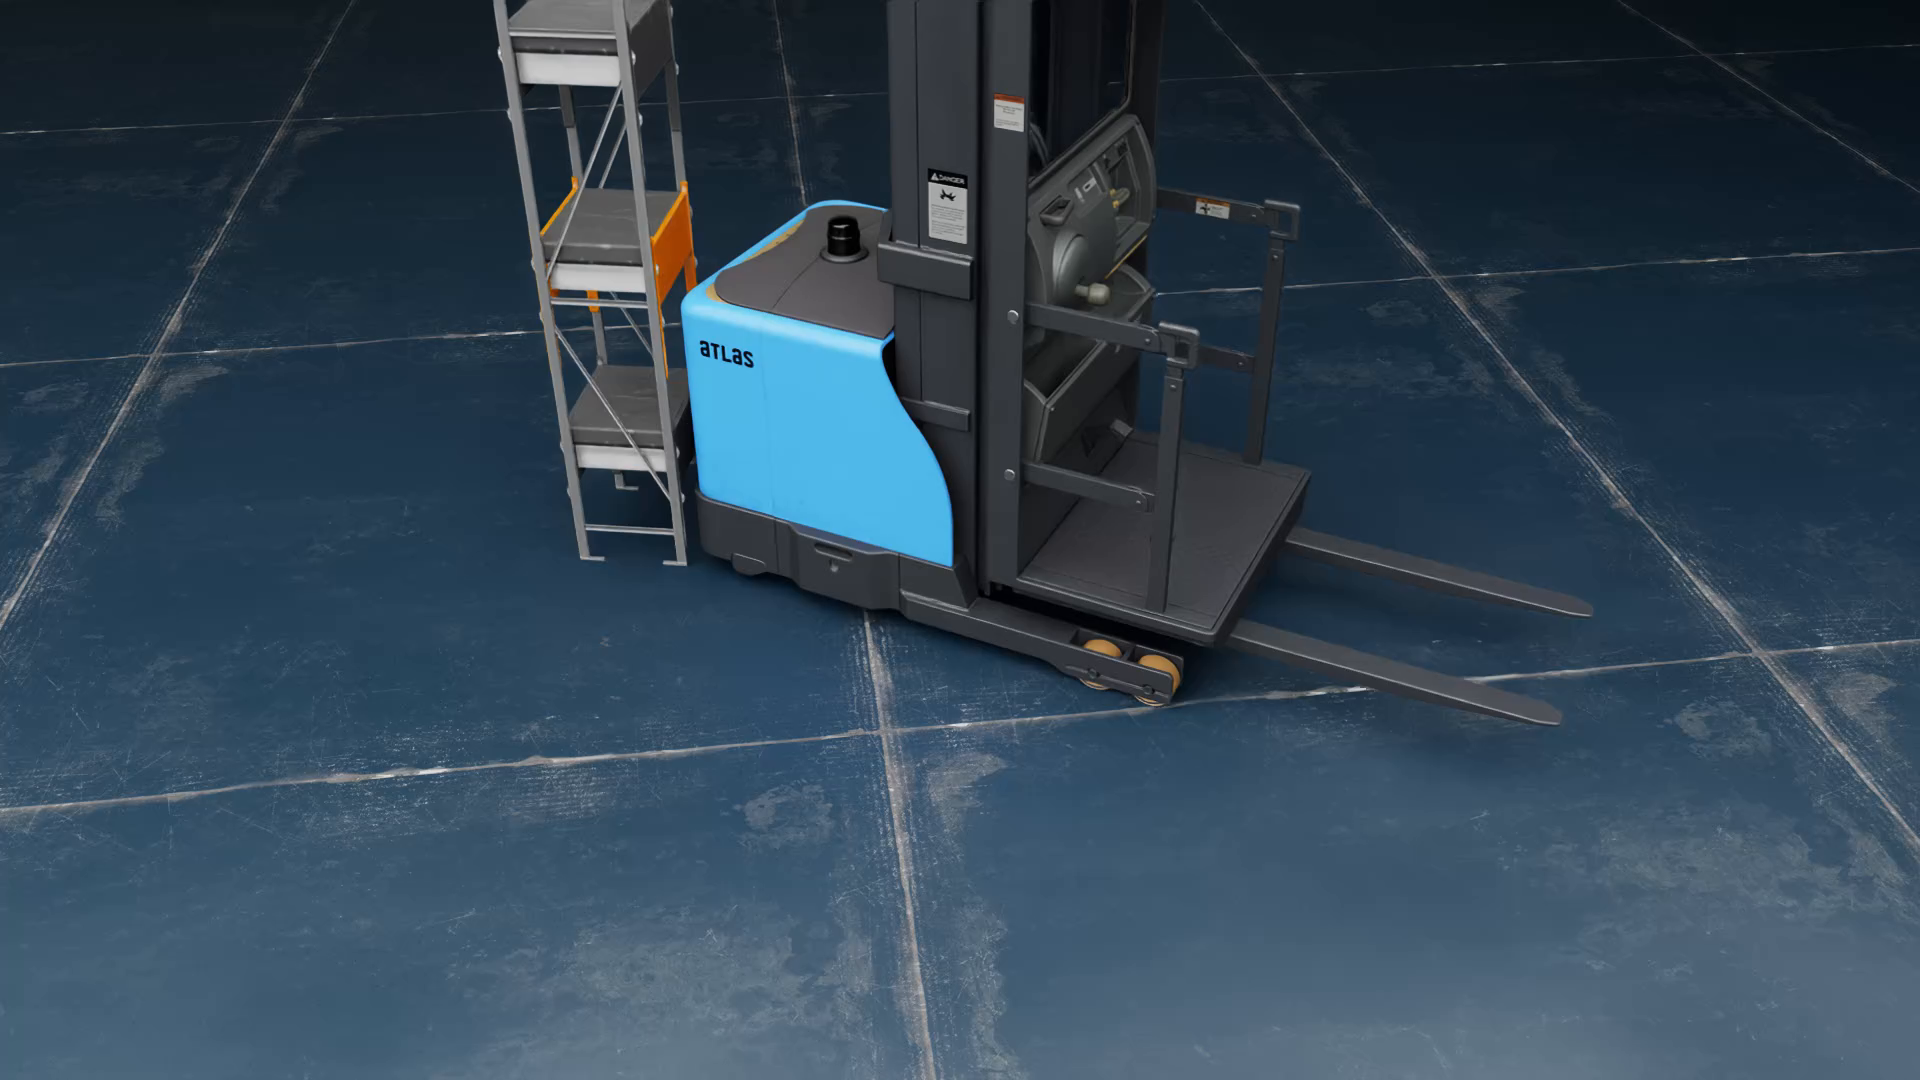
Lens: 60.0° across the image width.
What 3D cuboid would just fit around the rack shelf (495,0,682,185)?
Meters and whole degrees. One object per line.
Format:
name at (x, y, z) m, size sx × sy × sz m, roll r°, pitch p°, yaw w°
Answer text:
rack shelf at (-1.177, -1.488, 5.351) m, size 0.431 × 0.518 × 0.480 m, roll 3°, pitch 34°, yaw 5°

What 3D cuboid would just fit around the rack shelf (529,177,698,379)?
rack shelf at (-1.177, -0.910, 5.745) m, size 0.431 × 0.518 × 0.480 m, roll 3°, pitch 34°, yaw 5°

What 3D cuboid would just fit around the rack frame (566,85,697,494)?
rack frame at (-1.152, -1.058, 5.938) m, size 0.400 × 2.100 × 0.015 m, roll 3°, pitch 34°, yaw 5°

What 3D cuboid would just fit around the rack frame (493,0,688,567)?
rack frame at (-1.201, -0.785, 5.537) m, size 0.400 × 2.100 × 0.015 m, roll 3°, pitch 34°, yaw 5°

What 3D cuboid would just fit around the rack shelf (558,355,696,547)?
rack shelf at (-1.177, -0.332, 6.140) m, size 0.431 × 0.518 × 0.480 m, roll 3°, pitch 34°, yaw 5°

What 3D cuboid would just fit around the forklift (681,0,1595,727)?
forklift at (0.603, -1.010, 5.129) m, size 3.031 × 2.935 × 1.130 m, roll 15°, pitch 37°, yaw 21°

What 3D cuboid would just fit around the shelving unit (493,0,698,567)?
shelving unit at (-1.177, -0.922, 5.737) m, size 0.431 × 2.100 × 0.503 m, roll 3°, pitch 34°, yaw 5°
